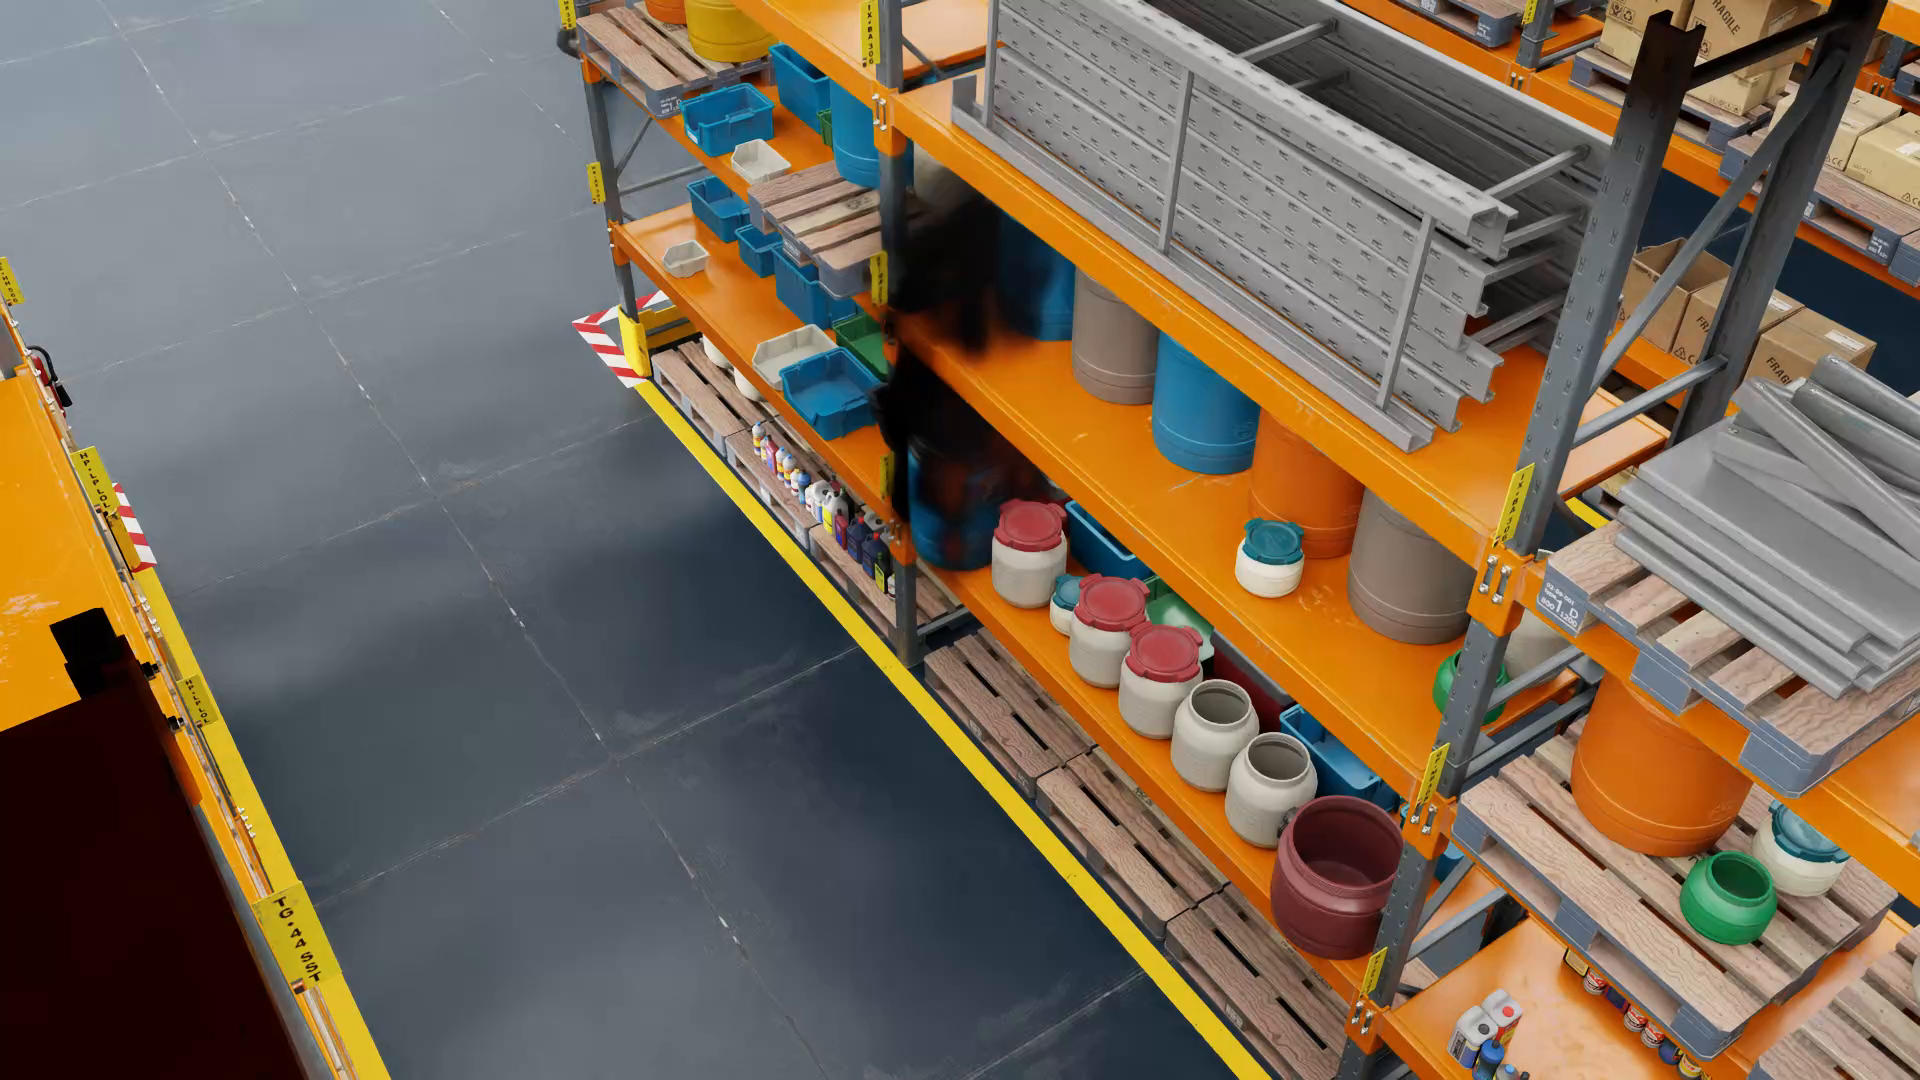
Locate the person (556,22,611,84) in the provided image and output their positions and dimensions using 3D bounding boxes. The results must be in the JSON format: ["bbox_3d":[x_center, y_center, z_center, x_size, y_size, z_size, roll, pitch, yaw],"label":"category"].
[{"bbox_3d":[-3.735,-5.179,16.186,0.587,1.619,0.558,-8,43,-8],"label":"person"}]
